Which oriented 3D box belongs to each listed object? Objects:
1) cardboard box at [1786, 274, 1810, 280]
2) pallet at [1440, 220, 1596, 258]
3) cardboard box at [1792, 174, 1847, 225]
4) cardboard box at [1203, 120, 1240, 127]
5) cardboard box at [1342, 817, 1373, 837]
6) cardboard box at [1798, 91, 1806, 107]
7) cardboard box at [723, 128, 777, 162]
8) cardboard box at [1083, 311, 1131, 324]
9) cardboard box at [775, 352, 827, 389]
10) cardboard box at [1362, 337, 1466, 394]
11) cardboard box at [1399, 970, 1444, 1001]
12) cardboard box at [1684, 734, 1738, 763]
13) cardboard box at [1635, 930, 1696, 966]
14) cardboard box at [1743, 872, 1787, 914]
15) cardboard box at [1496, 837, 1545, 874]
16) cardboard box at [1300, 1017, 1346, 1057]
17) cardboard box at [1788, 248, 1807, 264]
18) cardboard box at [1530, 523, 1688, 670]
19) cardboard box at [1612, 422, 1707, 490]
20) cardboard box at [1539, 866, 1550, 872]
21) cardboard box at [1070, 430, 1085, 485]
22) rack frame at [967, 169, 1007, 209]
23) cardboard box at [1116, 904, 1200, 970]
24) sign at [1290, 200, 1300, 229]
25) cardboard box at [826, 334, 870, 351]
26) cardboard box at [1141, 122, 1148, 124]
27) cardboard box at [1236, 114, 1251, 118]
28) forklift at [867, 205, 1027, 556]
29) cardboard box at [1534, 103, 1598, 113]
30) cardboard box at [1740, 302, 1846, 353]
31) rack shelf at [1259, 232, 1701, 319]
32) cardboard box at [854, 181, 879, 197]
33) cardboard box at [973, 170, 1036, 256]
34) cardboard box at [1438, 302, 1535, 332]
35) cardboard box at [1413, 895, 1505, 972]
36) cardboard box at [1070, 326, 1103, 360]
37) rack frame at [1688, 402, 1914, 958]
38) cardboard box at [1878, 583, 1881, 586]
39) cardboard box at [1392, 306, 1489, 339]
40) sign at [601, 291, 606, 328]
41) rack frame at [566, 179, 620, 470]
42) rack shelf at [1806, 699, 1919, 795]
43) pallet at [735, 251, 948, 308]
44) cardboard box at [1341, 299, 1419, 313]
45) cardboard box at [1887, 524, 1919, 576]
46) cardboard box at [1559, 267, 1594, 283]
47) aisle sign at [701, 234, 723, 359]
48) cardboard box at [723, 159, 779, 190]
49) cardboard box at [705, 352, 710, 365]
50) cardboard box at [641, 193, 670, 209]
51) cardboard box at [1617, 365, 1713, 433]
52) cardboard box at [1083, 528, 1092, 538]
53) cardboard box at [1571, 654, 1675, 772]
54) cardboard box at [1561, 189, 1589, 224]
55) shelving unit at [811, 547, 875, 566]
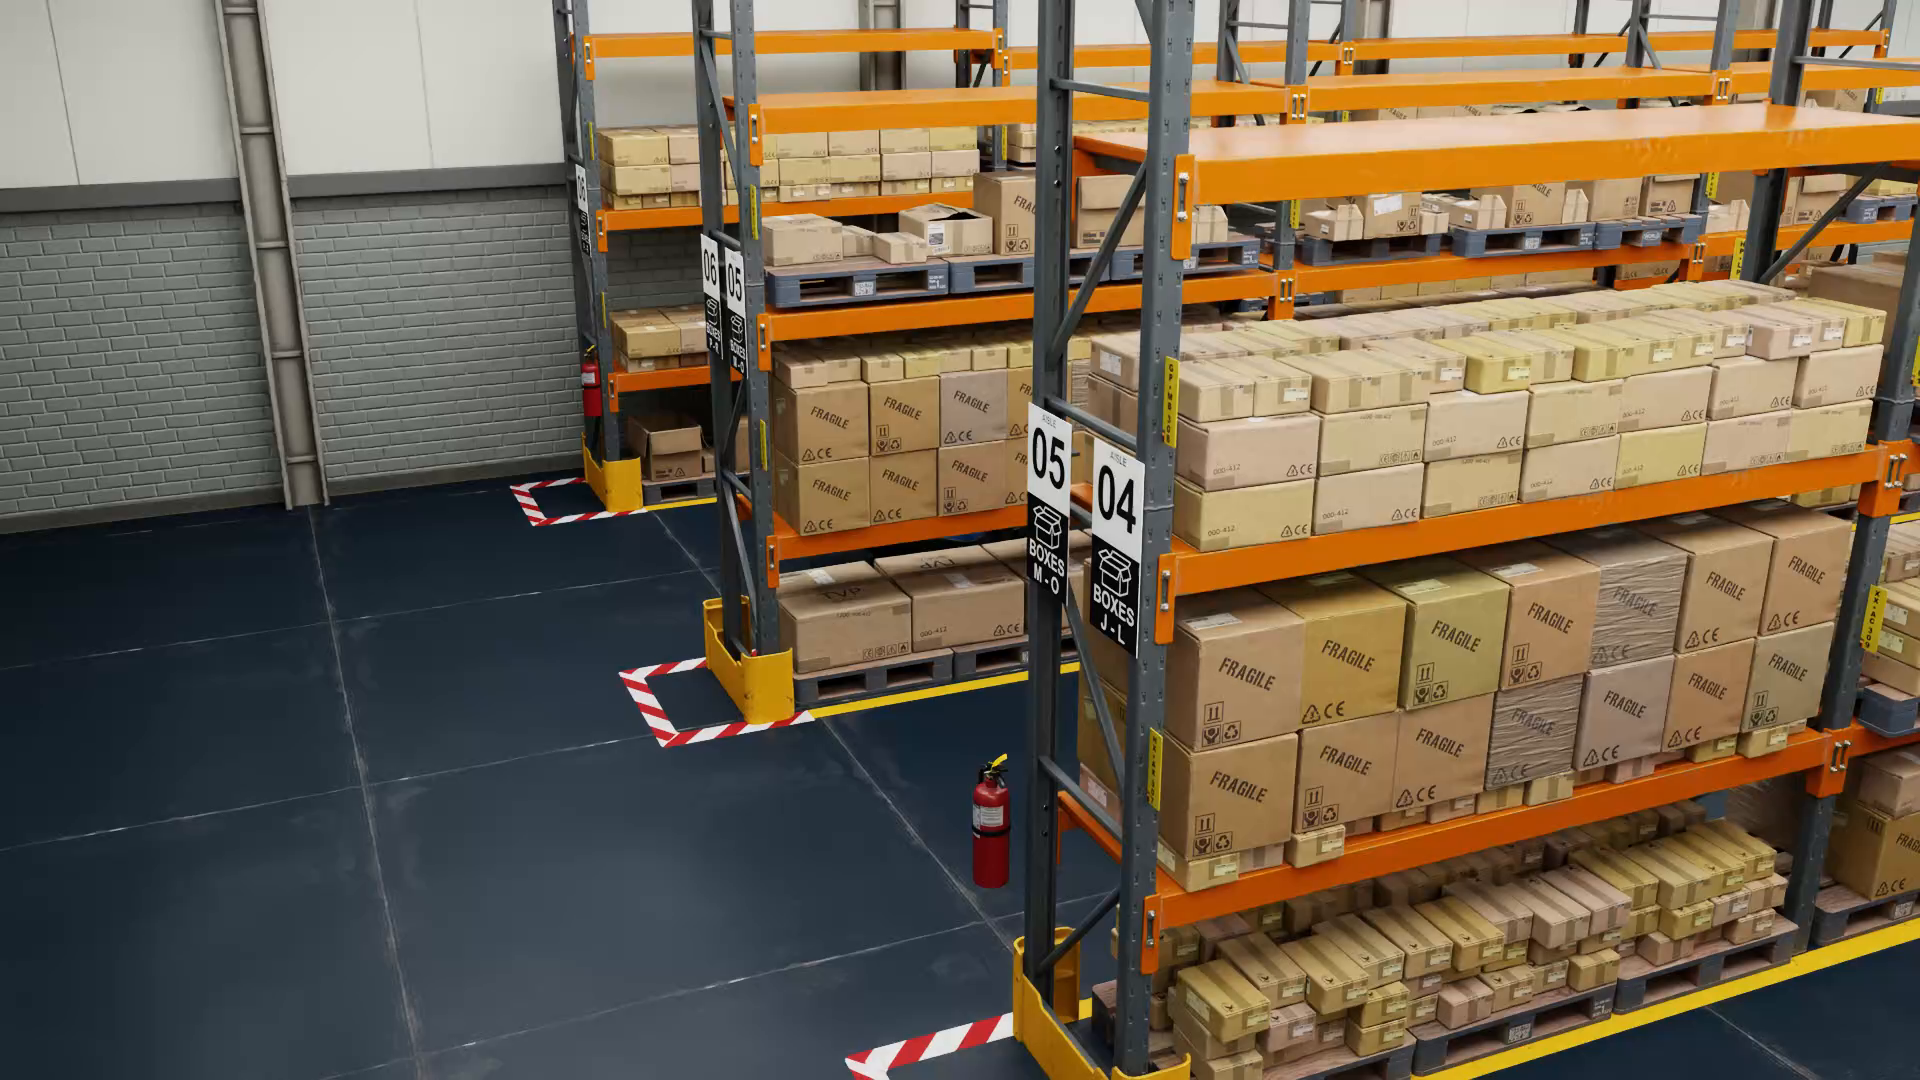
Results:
[{"bbox_3d":[8.059,-2.205,15.537,0.500,0.500,0.500,-8,21,-22],"label":"cardboard box"},{"bbox_3d":[4.254,-2.471,13.291,1.213,0.211,1.003,-7,21,-19],"label":"pallet"},{"bbox_3d":[7.239,-3.067,14.544,0.637,0.503,0.797,-8,21,-22],"label":"cardboard box"},{"bbox_3d":[2.721,-4.308,17.401,0.250,0.149,0.380,-9,21,-23],"label":"cardboard box"},{"bbox_3d":[1.654,1.189,7.506,0.250,0.149,0.380,-7,21,-19],"label":"cardboard box"},{"bbox_3d":[9.936,-5.430,20.478,0.500,0.500,0.700,-8,21,-22],"label":"cardboard box"},{"bbox_3d":[-2.028,-3.688,15.490,0.500,0.250,0.500,-8,21,-23],"label":"cardboard box"},{"bbox_3d":[1.085,-1.631,12.506,0.250,0.149,0.380,-8,21,-22],"label":"cardboard box"},{"bbox_3d":[-1.060,-1.129,11.079,0.250,0.149,0.380,-8,21,-21],"label":"cardboard box"},{"bbox_3d":[1.883,-0.726,6.924,0.250,0.149,0.380,-8,21,-20],"label":"cardboard box"},{"bbox_3d":[2.088,2.028,7.959,0.250,0.149,0.380,-9,21,-25],"label":"cardboard box"},{"bbox_3d":[3.598,0.940,8.215,0.250,0.149,0.380,-7,21,-20],"label":"cardboard box"},{"bbox_3d":[3.517,1.993,8.504,0.250,0.149,0.380,-9,21,-24],"label":"cardboard box"},{"bbox_3d":[4.067,1.773,8.683,0.250,0.149,0.380,-8,21,-21],"label":"cardboard box"},{"bbox_3d":[2.846,1.593,8.747,0.250,0.149,0.380,-8,21,-21],"label":"cardboard box"},{"bbox_3d":[1.599,2.236,7.816,0.250,0.149,0.380,-8,21,-21],"label":"cardboard box"},{"bbox_3d":[10.398,-3.797,21.138,0.500,0.500,0.500,-7,21,-20],"label":"cardboard box"},{"bbox_3d":[2.958,0.246,7.703,0.500,0.500,0.500,-8,21,-21],"label":"cardboard box"},{"bbox_3d":[2.958,-0.440,7.464,0.500,0.250,0.500,-8,21,-23],"label":"cardboard box"},{"bbox_3d":[3.116,1.723,8.824,0.250,0.149,0.380,-9,21,-25],"label":"cardboard box"},{"bbox_3d":[0.926,-0.636,12.162,0.500,0.500,0.500,-8,21,-23],"label":"cardboard box"},{"bbox_3d":[0.207,-2.381,17.268,0.127,3.000,1.000,-8,21,-22],"label":"rack frame"},{"bbox_3d":[0.943,1.874,7.949,0.250,0.149,0.380,-8,21,-21],"label":"cardboard box"},{"bbox_3d":[2.398,-2.395,11.893,0.005,0.325,0.100,-8,21,-22],"label":"sign"},{"bbox_3d":[-0.818,-1.375,11.778,0.250,0.149,0.380,-8,21,-22],"label":"cardboard box"},{"bbox_3d":[2.046,-4.189,17.034,0.250,0.149,0.380,-8,21,-22],"label":"cardboard box"},{"bbox_3d":[2.963,-4.558,18.113,0.250,0.149,0.380,-8,21,-22],"label":"cardboard box"},{"bbox_3d":[0.280,-1.591,15.127,1.130,2.935,3.031,9,21,24],"label":"forklift"},{"bbox_3d":[6.985,-4.882,19.206,0.500,0.311,0.500,-9,21,-24],"label":"cardboard box"},{"bbox_3d":[3.812,-0.977,7.638,0.250,0.149,0.380,-8,21,-21],"label":"cardboard box"},{"bbox_3d":[4.013,-2.207,13.339,4.000,0.370,1.077,-8,21,-22],"label":"rack shelf"},{"bbox_3d":[-0.966,-3.419,16.078,0.250,0.149,0.380,-7,21,-20],"label":"cardboard box"},{"bbox_3d":[0.415,-2.269,11.498,0.500,0.500,0.500,-8,21,-21],"label":"cardboard box"},{"bbox_3d":[2.406,-0.979,7.641,0.250,0.149,0.380,-9,21,-24],"label":"cardboard box"},{"bbox_3d":[2.374,1.876,7.942,0.250,0.149,0.380,-8,21,-21],"label":"cardboard box"},{"bbox_3d":[0.821,-1.406,11.867,0.250,0.149,0.380,-9,21,-23],"label":"cardboard box"},{"bbox_3d":[4.230,0.628,8.721,0.127,3.000,1.000,-8,21,-22],"label":"rack frame"},{"bbox_3d":[4.759,0.261,9.063,0.250,0.149,0.380,-8,21,-22],"label":"cardboard box"},{"bbox_3d":[2.168,-0.943,7.539,0.250,0.149,0.380,-9,21,-23],"label":"cardboard box"},{"bbox_3d":[-3.250,-2.098,15.160,0.005,0.325,0.100,-8,21,-22],"label":"sign"},{"bbox_3d":[-3.465,-1.855,15.774,0.127,3.000,1.000,-8,21,-22],"label":"rack frame"},{"bbox_3d":[6.067,0.704,9.588,4.000,0.370,1.077,-8,21,-22],"label":"rack shelf"},{"bbox_3d":[-0.819,-1.816,11.279,1.213,0.211,1.003,-8,21,-22],"label":"pallet"},{"bbox_3d":[3.433,-1.653,13.545,0.500,0.500,0.500,-7,21,-20],"label":"cardboard box"},{"bbox_3d":[5.247,0.052,9.208,0.250,0.149,0.380,-8,21,-22],"label":"cardboard box"},{"bbox_3d":[7.194,-3.217,19.867,0.500,0.250,0.500,-8,21,-21],"label":"cardboard box"},{"bbox_3d":[-1.685,-1.653,11.286,0.004,0.787,0.394,-8,21,-22],"label":"aisle sign"},{"bbox_3d":[-2.016,-3.451,15.568,0.500,0.250,0.500,-9,21,-24],"label":"cardboard box"},{"bbox_3d":[-2.356,-1.803,16.005,0.250,0.149,0.380,-7,21,-20],"label":"cardboard box"},{"bbox_3d":[-2.850,-3.165,15.356,0.250,0.149,0.380,-8,21,-21],"label":"cardboard box"},{"bbox_3d":[2.948,-0.679,7.389,0.500,0.250,0.500,-7,21,-20],"label":"cardboard box"},{"bbox_3d":[1.558,0.192,13.185,0.875,0.438,0.875,-8,21,-23],"label":"cardboard box"},{"bbox_3d":[2.964,0.724,7.852,0.500,0.500,0.500,-8,21,-22],"label":"cardboard box"},{"bbox_3d":[4.724,-2.656,13.102,0.258,0.266,0.396,-9,21,-23],"label":"cardboard box"},{"bbox_3d":[-1.014,-0.355,14.222,0.503,1.200,0.258,6,20,15],"label":"shelving unit"}]
